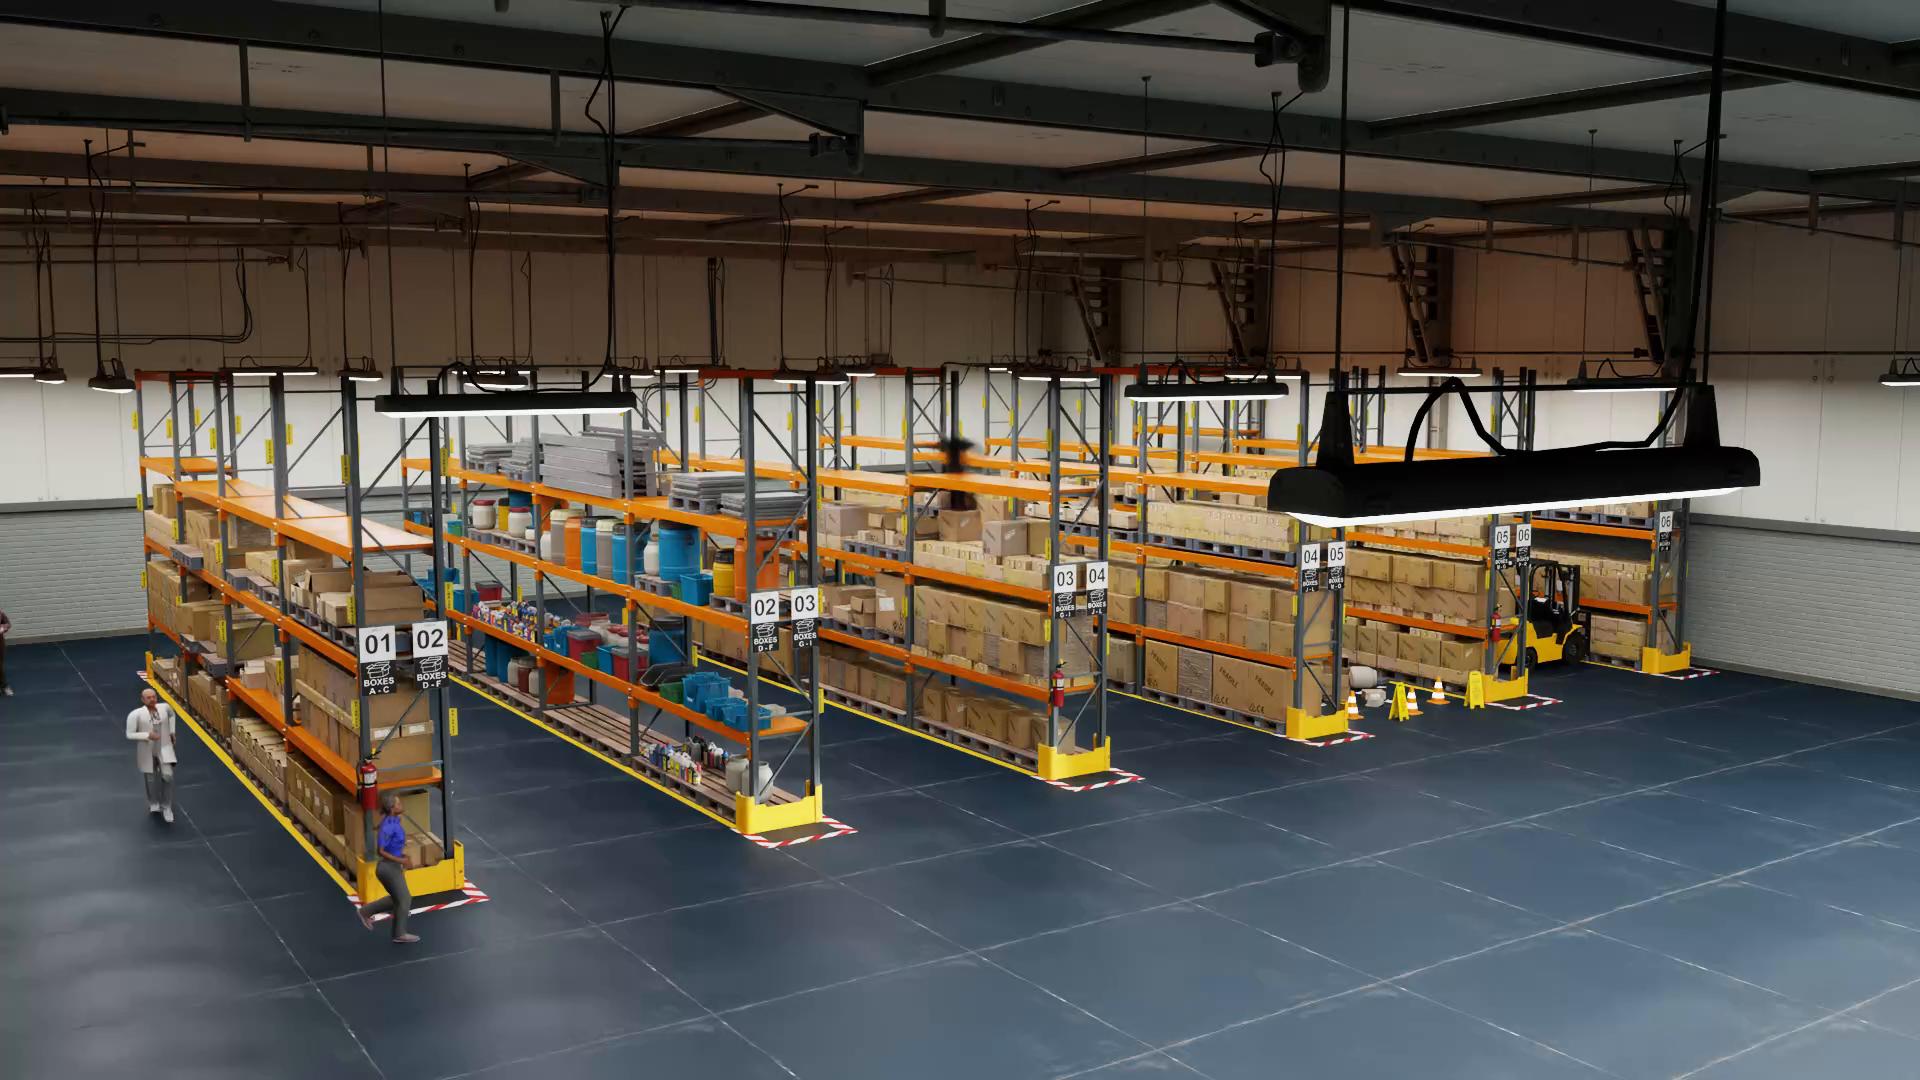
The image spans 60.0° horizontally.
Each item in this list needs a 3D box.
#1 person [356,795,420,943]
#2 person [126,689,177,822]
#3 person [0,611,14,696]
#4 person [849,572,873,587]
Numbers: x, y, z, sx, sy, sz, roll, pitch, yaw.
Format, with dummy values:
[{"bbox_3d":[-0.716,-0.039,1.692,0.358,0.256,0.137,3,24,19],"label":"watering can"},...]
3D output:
[{"bbox_3d":[-6.137,3.584,17.780,0.633,1.546,0.581,-2,7,-15],"label":"person"},{"bbox_3d":[-10.950,2.915,22.569,0.663,1.813,0.797,-4,8,-33],"label":"person"},{"bbox_3d":[-17.949,1.982,30.767,0.881,1.827,0.754,4,8,33],"label":"person"},{"bbox_3d":[-2.565,0.646,42.635,0.854,1.825,0.684,-6,9,-43],"label":"person"}]
